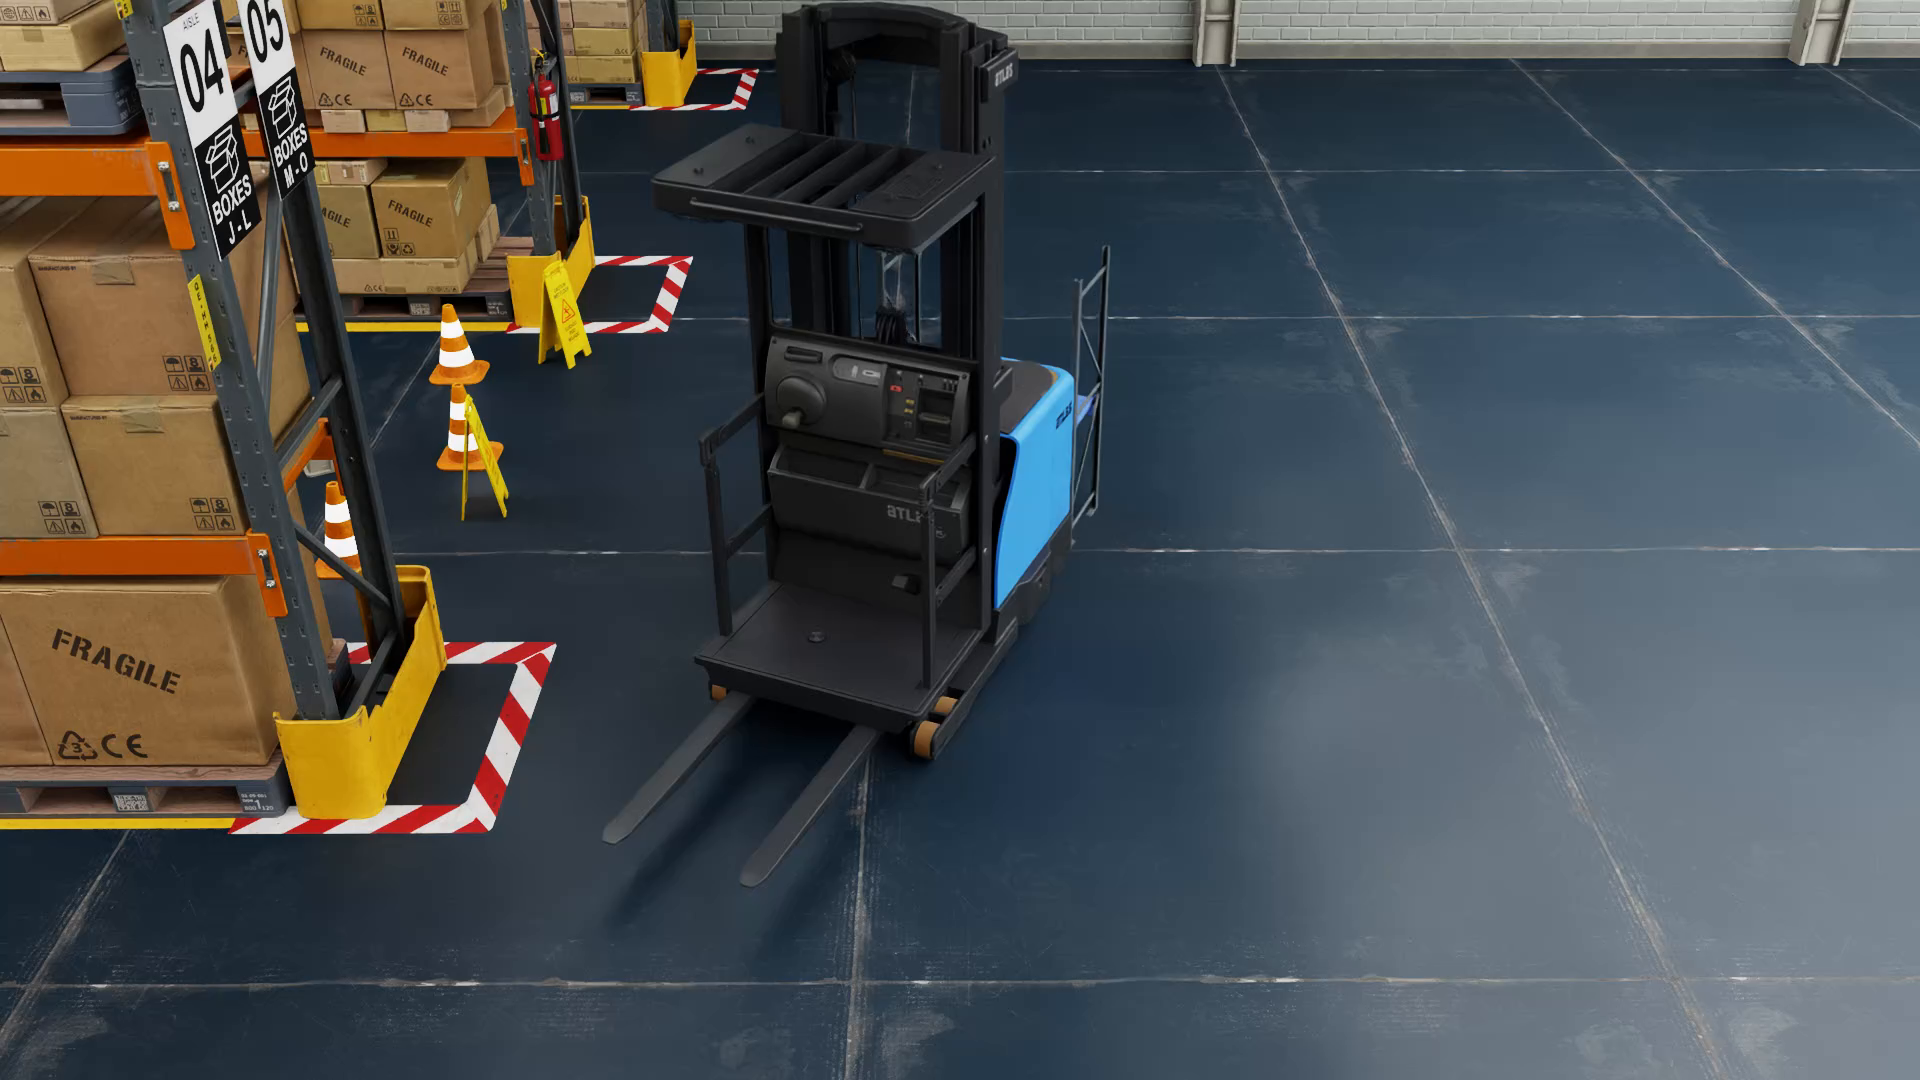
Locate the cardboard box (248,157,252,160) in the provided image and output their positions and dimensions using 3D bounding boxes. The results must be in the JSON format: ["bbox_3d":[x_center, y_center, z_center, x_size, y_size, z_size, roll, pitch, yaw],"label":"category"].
[{"bbox_3d":[-4.586,-2.466,11.445,0.500,0.500,0.500,0,31,1],"label":"cardboard box"}]

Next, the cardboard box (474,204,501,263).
[{"bbox_3d":[-3.538,-2.147,11.643,0.500,0.250,0.500,0,31,-1],"label":"cardboard box"}]

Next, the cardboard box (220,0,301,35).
[{"bbox_3d":[-4.255,-3.432,10.168,0.500,0.500,0.700,-1,31,-1],"label":"cardboard box"}]

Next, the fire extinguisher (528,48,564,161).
[{"bbox_3d":[-2.613,-2.730,10.433,0.183,0.674,0.296,0,31,0],"label":"fire extinguisher"}]

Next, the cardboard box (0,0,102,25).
[{"bbox_3d":[-3.087,-1.856,5.382,0.500,0.250,0.500,0,31,0],"label":"cardboard box"}]

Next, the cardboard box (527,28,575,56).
[{"bbox_3d":[-3.750,-4.635,15.261,0.500,0.250,0.500,0,31,-1],"label":"cardboard box"}]

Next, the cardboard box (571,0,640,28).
[{"bbox_3d":[-3.222,-4.845,15.126,0.500,0.250,0.500,1,31,1],"label":"cardboard box"}]

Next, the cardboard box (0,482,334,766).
[{"bbox_3d":[-3.277,0.331,6.957,0.875,0.875,0.875,0,31,0],"label":"cardboard box"}]

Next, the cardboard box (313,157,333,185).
[{"bbox_3d":[-4.147,-2.431,10.763,0.250,0.149,0.380,0,31,1],"label":"cardboard box"}]

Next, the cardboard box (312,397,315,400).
[{"bbox_3d":[-4.028,-0.731,9.812,0.250,0.149,0.380,16,35,25],"label":"cardboard box"}]

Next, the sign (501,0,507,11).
[{"bbox_3d":[-2.747,-3.344,9.949,0.005,0.325,0.100,0,31,0],"label":"sign"}]

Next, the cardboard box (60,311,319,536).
[{"bbox_3d":[-2.970,-0.474,6.495,0.550,0.550,0.875,0,31,0],"label":"cardboard box"}]

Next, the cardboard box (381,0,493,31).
[{"bbox_3d":[-3.239,-3.485,10.254,0.500,0.500,0.700,-1,31,-2],"label":"cardboard box"}]

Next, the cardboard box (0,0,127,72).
[{"bbox_3d":[-2.929,-1.655,5.435,0.250,0.149,0.380,0,31,0],"label":"cardboard box"}]

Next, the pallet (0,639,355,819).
[{"bbox_3d":[-3.398,0.801,7.227,1.213,0.211,1.003,0,31,0],"label":"pallet"}]

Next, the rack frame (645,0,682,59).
[{"bbox_3d":[-2.763,-5.577,15.050,0.127,3.000,1.000,0,31,0],"label":"rack frame"}]

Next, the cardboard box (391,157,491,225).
[{"bbox_3d":[-3.562,-2.467,11.448,0.500,0.500,0.500,-1,31,-2],"label":"cardboard box"}]

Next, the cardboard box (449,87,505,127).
[{"bbox_3d":[-3.102,-2.782,10.686,0.250,0.149,0.380,1,31,1],"label":"cardboard box"}]

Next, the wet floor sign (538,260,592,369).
[{"bbox_3d":[-2.533,-1.441,10.503,0.232,0.644,0.267,10,33,17],"label":"wet floor sign"}]

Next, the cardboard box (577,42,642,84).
[{"bbox_3d":[-3.231,-4.415,15.381,0.500,0.250,0.500,0,31,0],"label":"cardboard box"}]

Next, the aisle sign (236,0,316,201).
[{"bbox_3d":[-2.530,-1.702,6.157,0.004,0.787,0.394,0,31,0],"label":"aisle sign"}]

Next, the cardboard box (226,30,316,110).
[{"bbox_3d":[-4.272,-3.028,10.466,0.500,0.500,0.500,0,31,-1],"label":"cardboard box"}]

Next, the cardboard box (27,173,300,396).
[{"bbox_3d":[-2.970,-0.979,6.287,0.550,0.550,0.875,0,31,0],"label":"cardboard box"}]

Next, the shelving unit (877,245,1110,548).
[{"bbox_3d":[0.170,-0.799,8.621,1.048,1.500,0.538,11,33,18],"label":"shelving unit"}]

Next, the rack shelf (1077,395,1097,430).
[{"bbox_3d":[0.170,-0.645,8.715,1.000,0.185,0.538,11,33,18],"label":"rack shelf"}]

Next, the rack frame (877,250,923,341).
[{"bbox_3d":[-0.304,-0.895,8.779,0.032,1.500,0.500,11,33,18],"label":"rack frame"}]

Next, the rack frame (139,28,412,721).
[{"bbox_3d":[-2.599,-0.435,6.575,0.127,3.000,1.000,0,31,0],"label":"rack frame"}]

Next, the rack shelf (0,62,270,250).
[{"bbox_3d":[-4.599,-1.403,5.973,4.000,0.370,1.077,0,31,0],"label":"rack shelf"}]

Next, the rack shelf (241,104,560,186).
[{"bbox_3d":[-4.730,-2.688,10.982,4.000,0.370,1.077,0,31,0],"label":"rack shelf"}]

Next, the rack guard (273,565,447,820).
[{"bbox_3d":[-2.575,0.634,7.223,0.348,0.500,1.175,0,31,0],"label":"rack guard"}]

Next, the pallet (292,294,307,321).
[{"bbox_3d":[-4.835,-1.823,11.551,1.213,0.211,1.003,0,31,0],"label":"pallet"}]

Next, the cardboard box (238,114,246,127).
[{"bbox_3d":[-4.631,-2.788,10.695,0.250,0.149,0.380,0,31,0],"label":"cardboard box"}]

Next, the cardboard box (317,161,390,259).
[{"bbox_3d":[-4.051,-2.185,10.983,0.500,0.500,0.500,1,31,2],"label":"cardboard box"}]

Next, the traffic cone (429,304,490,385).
[{"bbox_3d":[-3.152,-1.247,10.359,0.334,0.463,0.336,0,31,0],"label":"traffic cone"}]

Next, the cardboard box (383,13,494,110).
[{"bbox_3d":[-3.271,-3.027,10.465,0.500,0.500,0.500,-1,31,-1],"label":"cardboard box"}]

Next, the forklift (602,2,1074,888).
[{"bbox_3d":[-0.480,-0.558,6.844,1.130,2.935,3.031,13,33,20],"label":"forklift"}]

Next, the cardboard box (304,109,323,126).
[{"bbox_3d":[-4.126,-2.790,10.699,0.250,0.149,0.380,0,31,0],"label":"cardboard box"}]

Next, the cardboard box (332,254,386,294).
[{"bbox_3d":[-4.055,-1.866,11.180,0.500,0.250,0.500,0,31,0],"label":"cardboard box"}]

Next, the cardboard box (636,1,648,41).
[{"bbox_3d":[-3.235,-4.901,15.699,0.500,0.250,0.500,0,31,1],"label":"cardboard box"}]

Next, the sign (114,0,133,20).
[{"bbox_3d":[-2.610,-1.780,5.123,0.005,0.325,0.100,0,31,0],"label":"sign"}]

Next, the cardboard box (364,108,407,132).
[{"bbox_3d":[-3.612,-2.734,10.607,0.250,0.149,0.380,-1,31,-1],"label":"cardboard box"}]

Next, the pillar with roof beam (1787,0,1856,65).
[{"bbox_3d":[8.561,-6.411,10.642,0.400,9.000,9.100,0,31,0],"label":"pillar with roof beam"}]
